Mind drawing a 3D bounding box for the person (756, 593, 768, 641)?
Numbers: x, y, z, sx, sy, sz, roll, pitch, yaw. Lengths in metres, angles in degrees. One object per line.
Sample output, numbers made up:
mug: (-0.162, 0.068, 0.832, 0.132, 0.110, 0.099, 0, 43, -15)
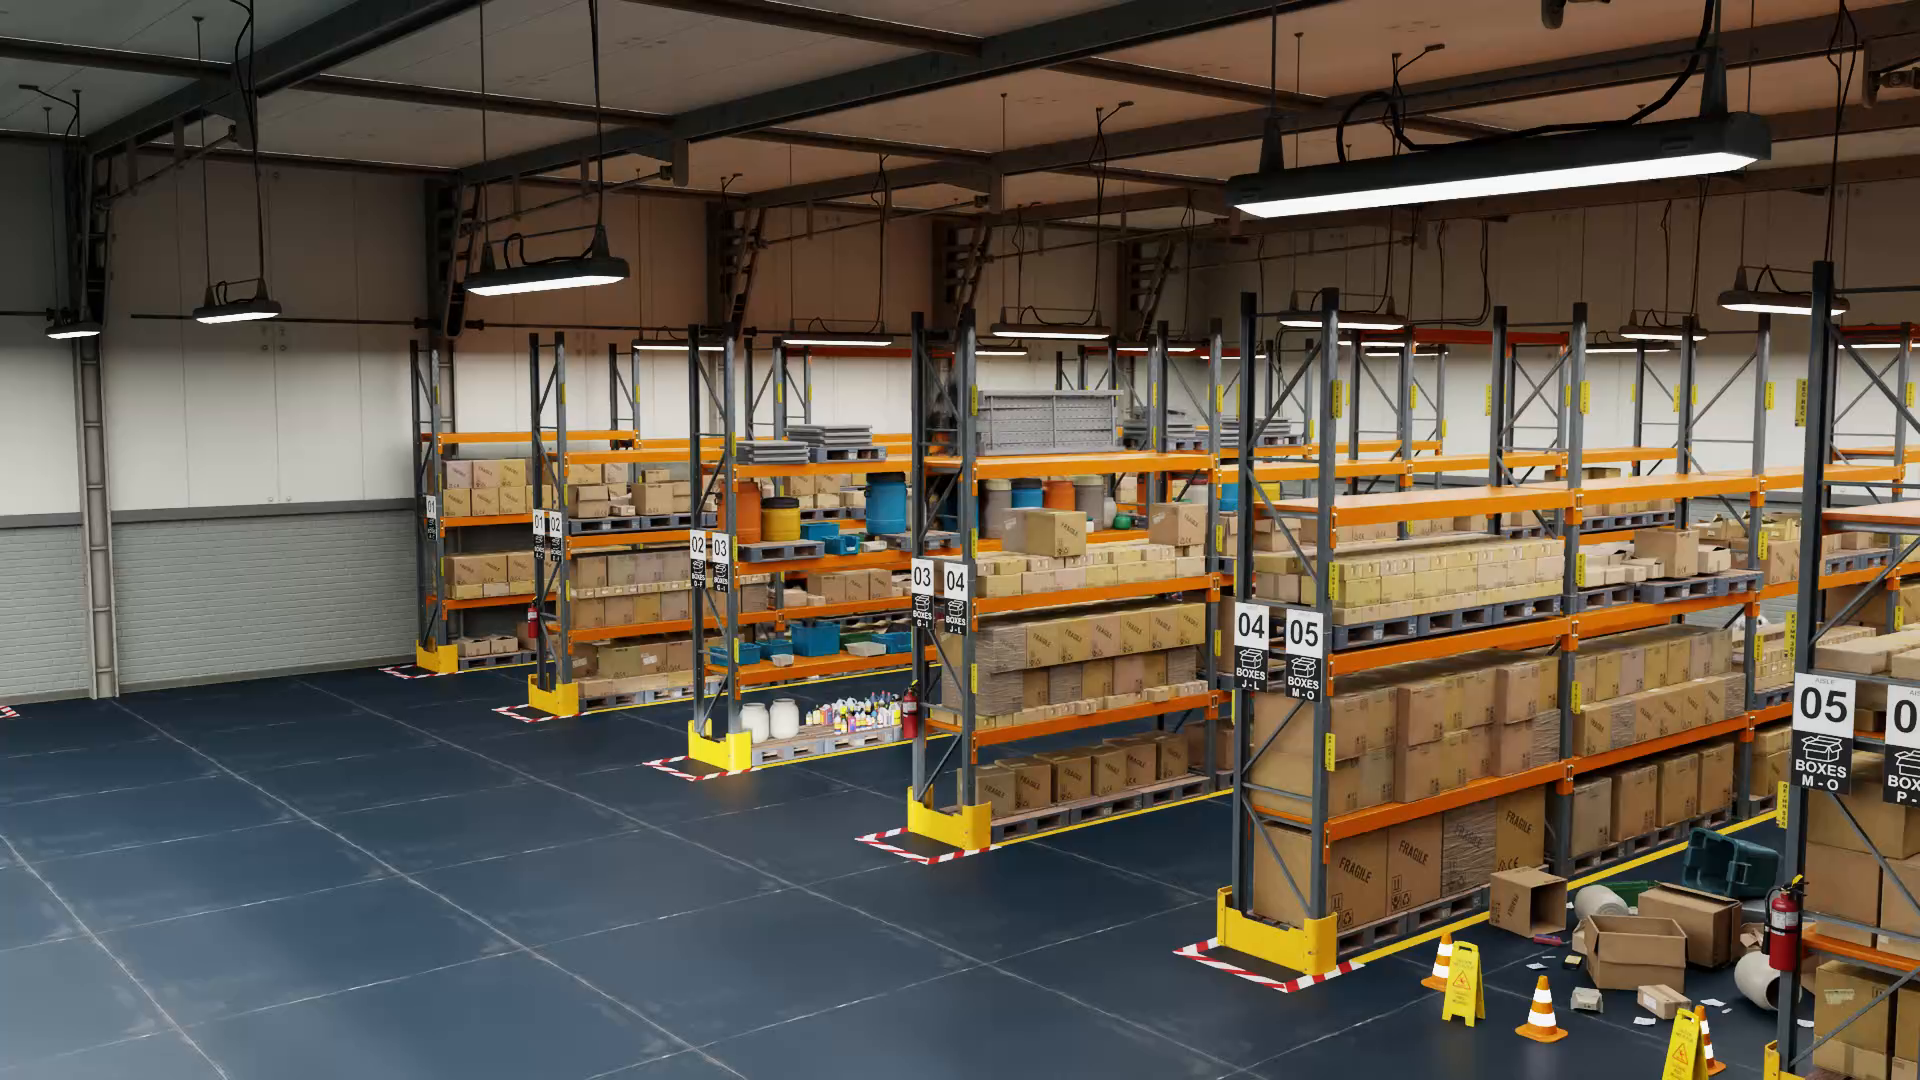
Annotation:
person: (-3.916, 1.423, 31.456, 0.528, 1.653, 0.589, -5, 7, -42)

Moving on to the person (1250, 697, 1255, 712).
person: (4.445, 1.756, 24.796, 0.835, 1.779, 0.664, -5, 7, -44)

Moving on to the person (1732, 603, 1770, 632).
person: (13.188, 1.803, 27.658, 0.668, 1.630, 0.496, 2, 6, 19)
